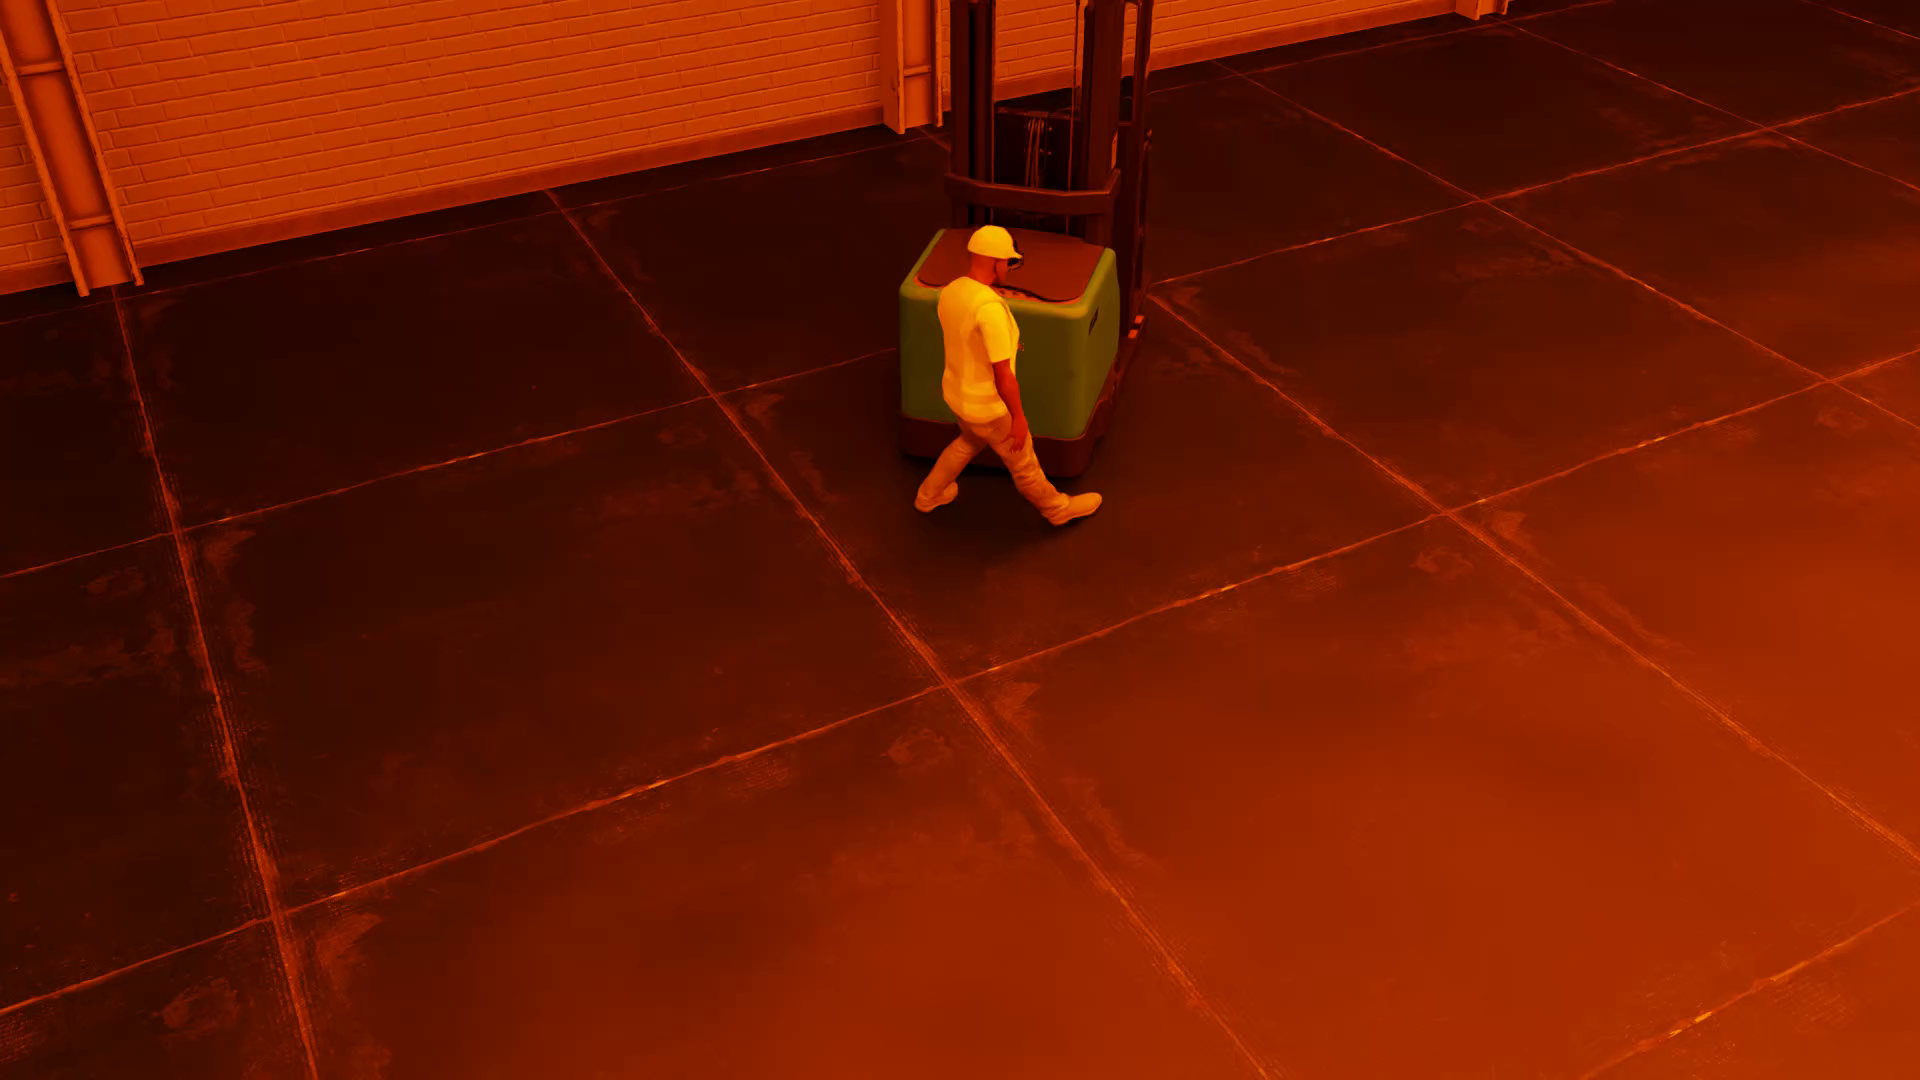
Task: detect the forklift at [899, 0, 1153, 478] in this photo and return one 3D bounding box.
[{"bbox_3d":[0.551,-2.383,9.494,1.130,2.935,3.031,9,36,13],"label":"forklift"}]

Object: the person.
[{"bbox_3d":[0.284,-0.788,8.337,0.880,1.670,0.835,-16,38,-21],"label":"person"}]
